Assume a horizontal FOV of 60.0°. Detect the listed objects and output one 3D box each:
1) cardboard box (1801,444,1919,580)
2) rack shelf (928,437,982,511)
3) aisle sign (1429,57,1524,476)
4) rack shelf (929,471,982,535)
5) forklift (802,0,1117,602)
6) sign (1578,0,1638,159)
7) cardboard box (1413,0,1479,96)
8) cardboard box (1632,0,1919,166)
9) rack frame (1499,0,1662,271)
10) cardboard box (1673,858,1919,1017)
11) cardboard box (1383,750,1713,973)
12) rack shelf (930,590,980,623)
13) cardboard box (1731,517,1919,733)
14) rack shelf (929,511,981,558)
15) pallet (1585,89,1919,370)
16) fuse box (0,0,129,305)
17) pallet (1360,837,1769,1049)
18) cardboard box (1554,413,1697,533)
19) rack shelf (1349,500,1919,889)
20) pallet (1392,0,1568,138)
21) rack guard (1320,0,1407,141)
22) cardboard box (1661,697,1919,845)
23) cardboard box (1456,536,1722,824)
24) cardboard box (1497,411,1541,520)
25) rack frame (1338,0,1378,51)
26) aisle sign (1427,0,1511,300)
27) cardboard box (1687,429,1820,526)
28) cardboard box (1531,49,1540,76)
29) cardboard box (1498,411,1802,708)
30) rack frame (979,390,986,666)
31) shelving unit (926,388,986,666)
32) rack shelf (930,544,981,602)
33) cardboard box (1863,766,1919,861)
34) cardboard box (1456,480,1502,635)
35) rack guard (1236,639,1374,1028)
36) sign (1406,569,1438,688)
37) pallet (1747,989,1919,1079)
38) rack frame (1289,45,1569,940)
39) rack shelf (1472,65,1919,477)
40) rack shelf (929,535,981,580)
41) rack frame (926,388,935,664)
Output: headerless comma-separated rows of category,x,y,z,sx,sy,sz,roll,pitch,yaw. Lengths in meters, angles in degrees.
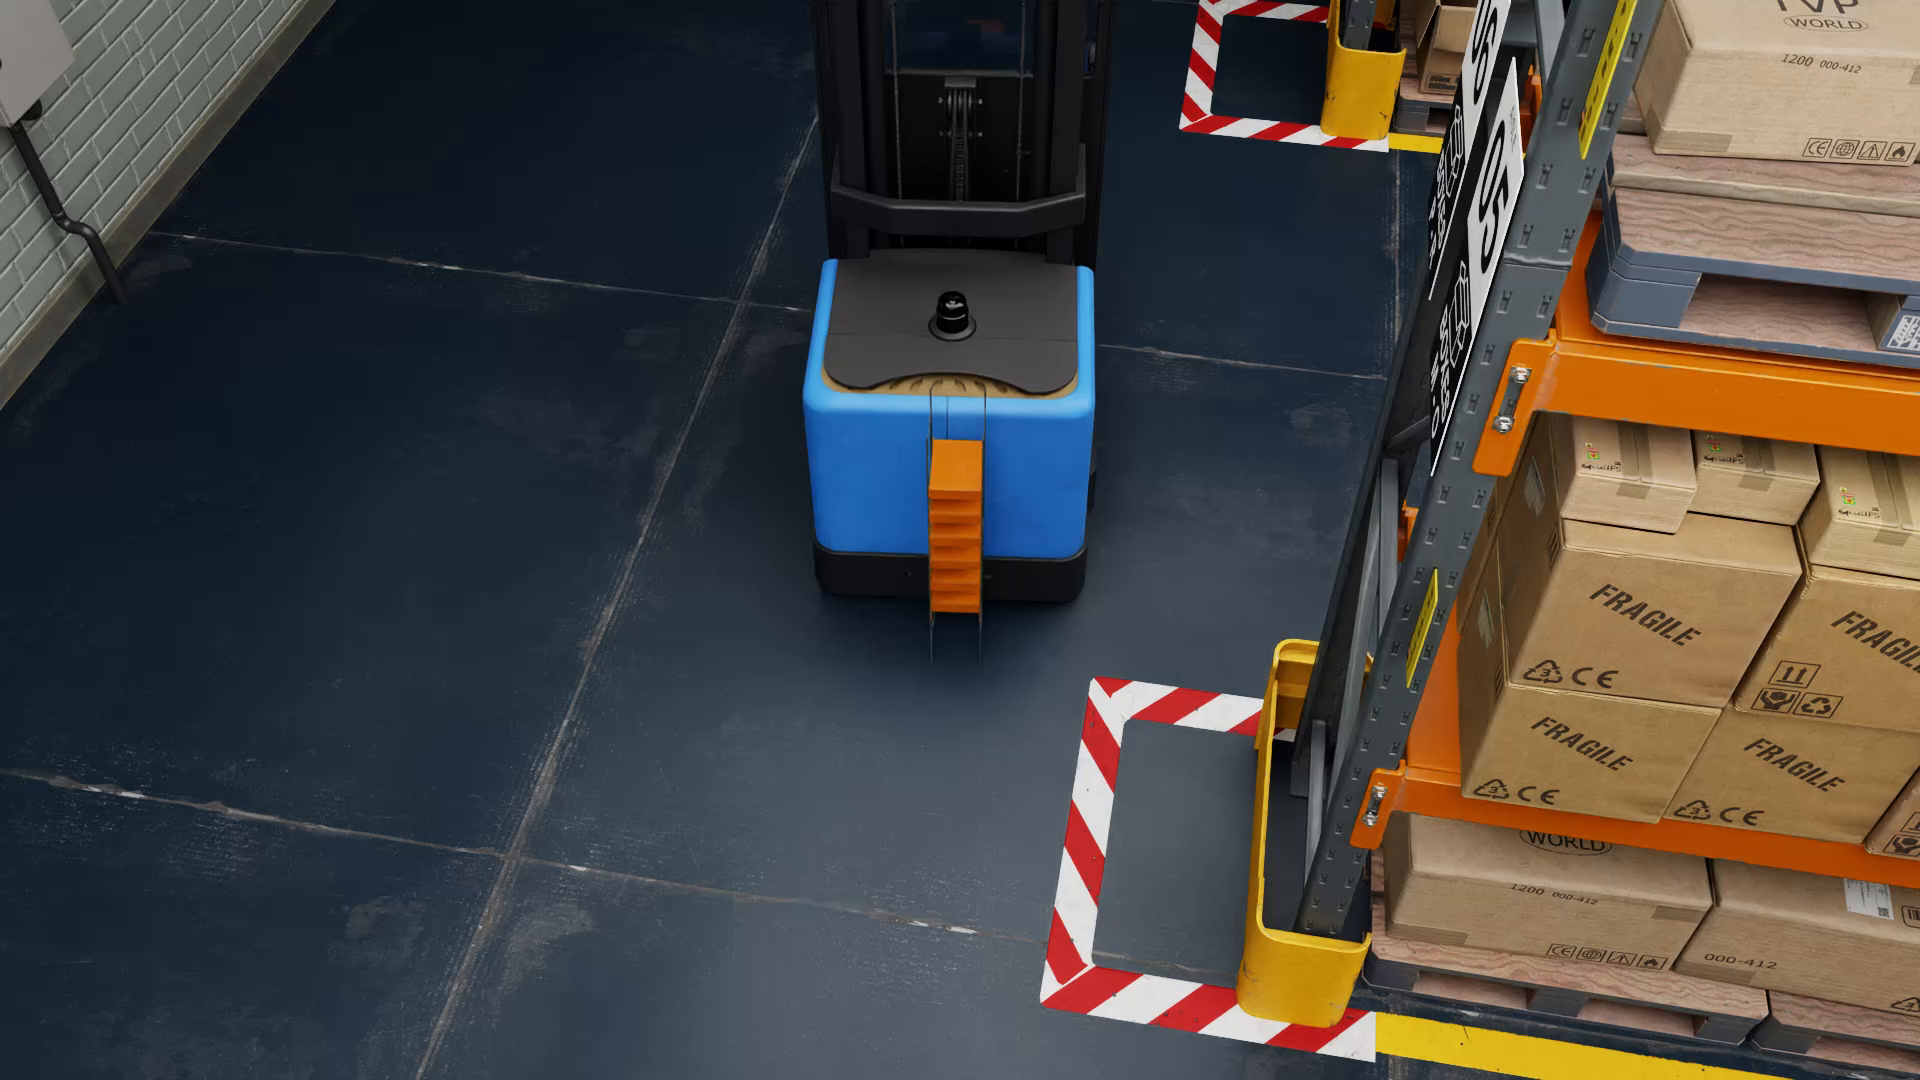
cardboard box,1.988,-0.114,3.633,0.250,0.149,0.380,9,49,8
rack shelf,-0.012,-0.226,5.694,0.180,0.103,0.258,2,48,2
aisle sign,1.059,-0.547,3.449,0.004,0.787,0.394,8,49,7
rack shelf,-0.012,-0.146,5.784,0.180,0.103,0.258,2,48,2
forklift,0.022,-1.831,6.397,1.130,2.935,3.031,2,48,2
sign,1.077,-0.796,2.763,0.005,0.325,0.100,8,49,7
cardboard box,2.646,-2.670,8.501,0.637,0.503,0.797,6,48,5
cardboard box,1.641,-1.013,3.350,0.500,0.250,0.500,4,48,3
rack frame,1.182,-1.886,2.367,0.127,3.000,1.000,8,49,7
cardboard box,2.751,0.964,5.279,0.875,0.438,0.875,9,49,8
cardboard box,1.849,0.850,5.382,0.875,0.438,0.875,6,48,6
rack shelf,-0.012,0.174,6.141,0.180,0.103,0.258,2,48,2
cardboard box,2.113,0.087,3.888,0.500,0.500,0.500,6,48,6
rack shelf,-0.012,-0.066,5.873,0.180,0.103,0.258,2,48,2
pallet,1.914,-0.763,3.434,1.213,0.211,1.003,8,49,7
fuse box,-3.854,-1.697,7.097,0.414,1.711,0.539,8,49,7
pallet,1.983,1.100,5.592,1.213,0.211,1.003,8,49,7
cardboard box,1.482,-0.215,3.723,0.250,0.149,0.380,9,49,8
rack shelf,3.150,0.624,4.628,4.000,0.370,1.077,8,49,7
pallet,2.920,-2.467,8.797,1.213,0.211,1.003,8,49,7
rack guard,2.136,-2.669,8.784,0.348,0.500,1.175,8,49,7
cardboard box,2.106,0.406,4.273,0.500,0.500,0.500,7,48,6
cardboard box,1.603,0.360,4.315,0.500,0.500,0.500,7,48,7
cardboard box,1.699,-0.359,4.288,0.500,0.500,0.500,9,49,8
rack frame,2.061,-3.514,7.863,0.127,3.000,1.000,8,49,7
aisle sign,1.166,-0.986,3.844,0.004,0.787,0.394,8,49,7
cardboard box,1.753,-0.233,3.739,0.250,0.149,0.380,9,49,8
cardboard box,3.057,-2.467,8.556,0.250,0.149,0.380,6,48,5
cardboard box,1.604,0.024,3.945,0.500,0.500,0.500,7,48,6
rack frame,0.079,-0.013,5.927,0.006,1.200,0.240,2,48,2
shelving unit,-0.012,-0.016,5.929,0.189,1.200,0.258,2,48,2
rack shelf,-0.012,0.094,6.052,0.180,0.103,0.258,2,48,2
cardboard box,2.603,0.487,4.201,0.500,0.500,0.500,7,48,7
cardboard box,1.704,-0.044,4.678,0.500,0.500,0.500,8,49,7
rack guard,1.158,0.952,5.531,0.348,0.500,1.175,8,49,7
sign,1.077,0.209,3.882,0.005,0.325,0.100,8,49,7
pallet,3.180,1.263,5.445,1.213,0.211,1.003,8,49,7
rack frame,1.182,0.119,4.598,0.127,3.000,1.000,8,49,7
rack shelf,3.150,-0.378,3.512,4.000,0.370,1.077,8,49,7
rack shelf,-0.012,0.014,5.962,0.180,0.103,0.258,2,48,2
rack frame,-0.103,-0.019,5.932,0.006,1.200,0.240,2,48,2
